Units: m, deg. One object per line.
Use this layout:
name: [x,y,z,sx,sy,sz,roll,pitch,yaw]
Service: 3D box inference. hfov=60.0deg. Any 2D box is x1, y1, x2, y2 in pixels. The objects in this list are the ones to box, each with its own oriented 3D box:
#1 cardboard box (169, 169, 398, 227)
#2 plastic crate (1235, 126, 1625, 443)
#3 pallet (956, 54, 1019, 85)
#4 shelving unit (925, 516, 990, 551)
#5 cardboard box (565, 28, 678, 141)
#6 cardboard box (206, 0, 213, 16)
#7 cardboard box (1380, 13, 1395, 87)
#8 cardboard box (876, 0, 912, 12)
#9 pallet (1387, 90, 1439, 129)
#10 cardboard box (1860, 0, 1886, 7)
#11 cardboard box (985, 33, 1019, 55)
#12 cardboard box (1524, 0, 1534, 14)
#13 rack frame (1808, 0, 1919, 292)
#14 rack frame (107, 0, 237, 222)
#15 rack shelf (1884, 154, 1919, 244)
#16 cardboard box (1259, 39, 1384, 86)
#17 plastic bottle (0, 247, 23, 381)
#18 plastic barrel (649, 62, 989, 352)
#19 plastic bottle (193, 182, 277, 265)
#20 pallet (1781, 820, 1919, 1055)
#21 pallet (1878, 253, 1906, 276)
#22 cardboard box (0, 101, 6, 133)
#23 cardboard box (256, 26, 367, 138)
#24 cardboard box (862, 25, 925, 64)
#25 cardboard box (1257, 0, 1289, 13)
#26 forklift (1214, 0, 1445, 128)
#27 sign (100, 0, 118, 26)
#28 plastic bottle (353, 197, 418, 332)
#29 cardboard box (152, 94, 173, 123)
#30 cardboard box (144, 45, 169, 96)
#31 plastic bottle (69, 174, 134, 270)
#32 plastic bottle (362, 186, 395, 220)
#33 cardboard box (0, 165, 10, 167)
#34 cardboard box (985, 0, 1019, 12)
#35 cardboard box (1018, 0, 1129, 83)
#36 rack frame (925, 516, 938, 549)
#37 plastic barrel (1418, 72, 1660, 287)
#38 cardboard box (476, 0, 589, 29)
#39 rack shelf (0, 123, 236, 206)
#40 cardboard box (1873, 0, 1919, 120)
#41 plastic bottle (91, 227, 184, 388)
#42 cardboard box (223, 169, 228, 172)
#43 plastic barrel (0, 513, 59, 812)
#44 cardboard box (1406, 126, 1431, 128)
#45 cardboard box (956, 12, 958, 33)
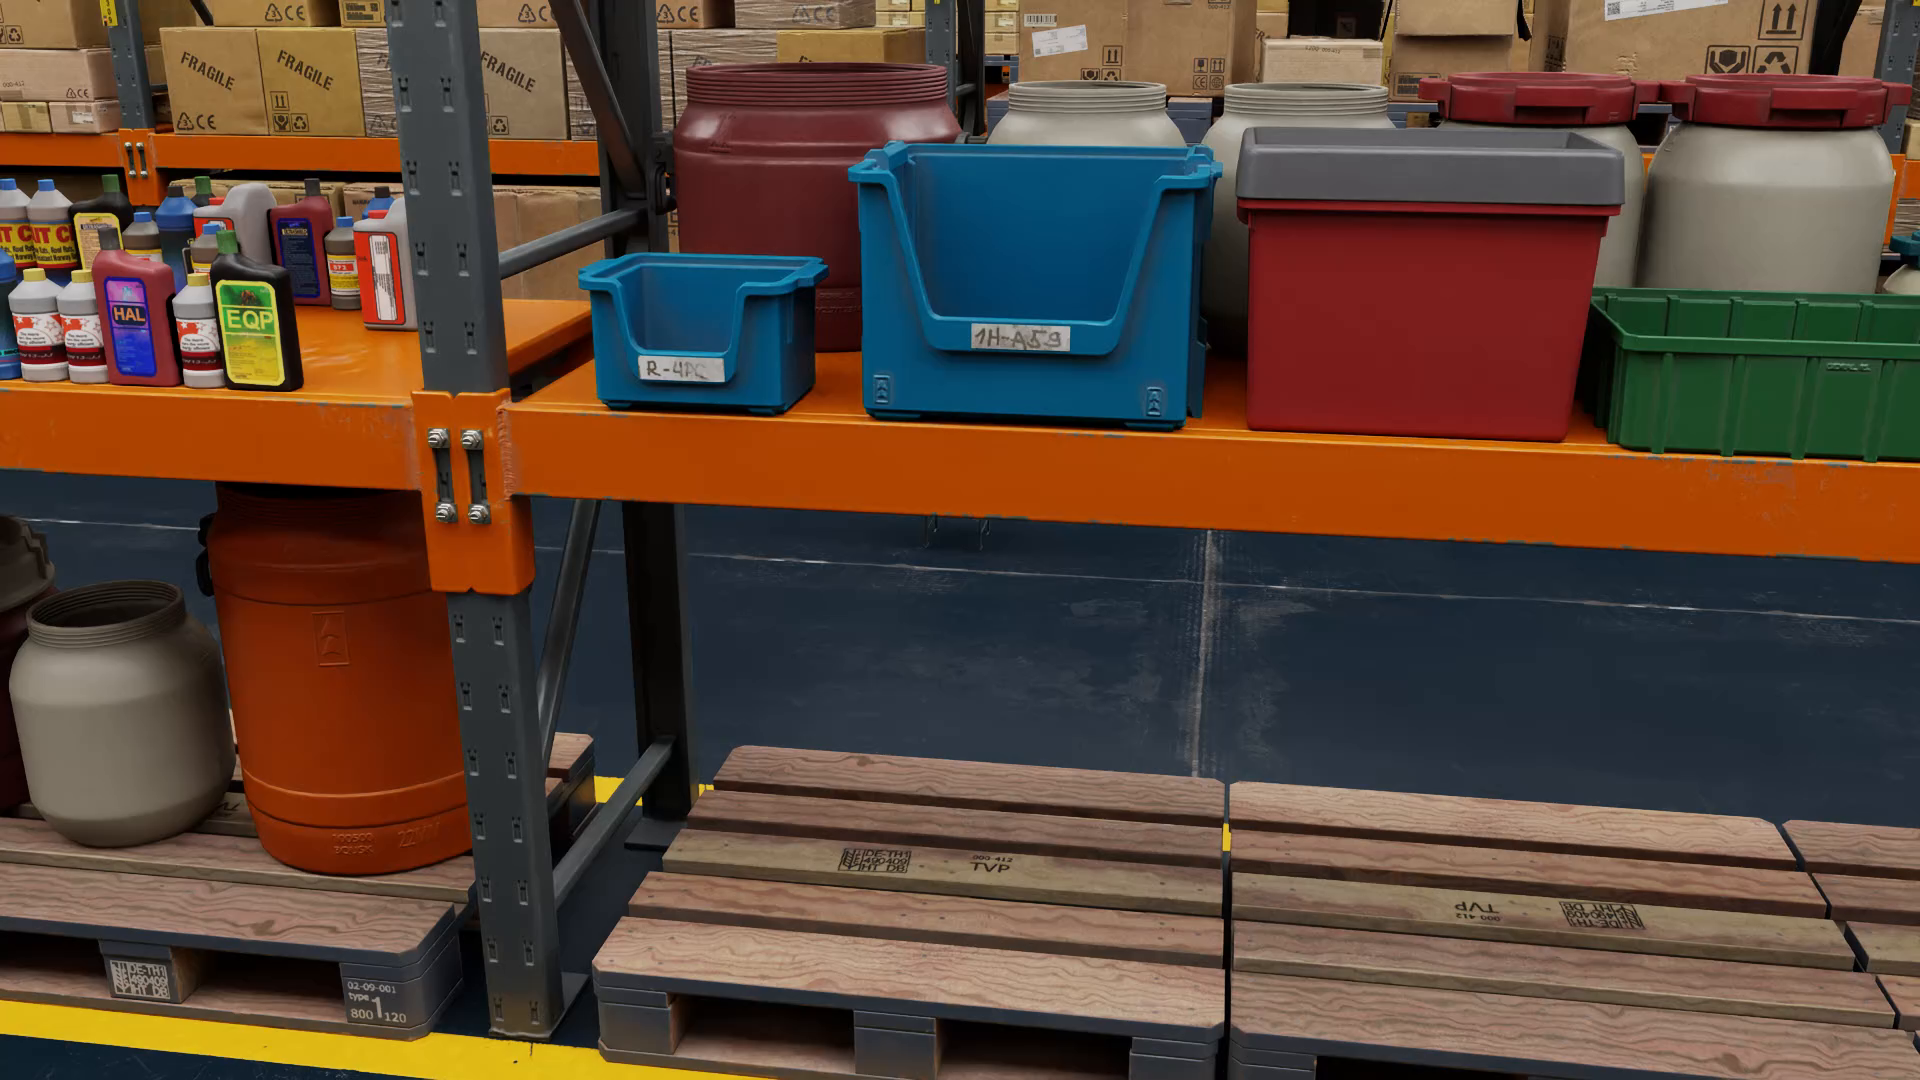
cardboard box: [-3.329,-1.499,8.743,0.875,0.875,1.225,3,19,9]
plastic crate: [0.746,-0.434,2.771,0.583,0.464,0.402,3,19,9]
pallet: [0.151,-3.593,12.615,1.003,0.211,1.213,3,19,9]
shelving unit: [-0.008,-0.427,6.162,0.210,0.900,0.258,3,19,9]
cardboard box: [-1.546,-2.179,7.930,0.500,0.500,0.500,2,19,7]
cardboard box: [-5.614,-4.115,13.249,0.500,0.500,0.500,3,19,9]
cardboard box: [3.265,-3.520,11.940,0.500,0.500,0.500,3,19,9]
cardboard box: [-0.455,-3.963,12.216,0.250,0.149,0.380,3,19,10]
pallet: [1.946,-1.954,7.719,1.213,0.211,1.003,3,19,9]
cardboard box: [6.253,-3.972,11.509,0.550,0.550,0.875,3,19,9]
cardboard box: [0.312,-3.642,12.194,0.250,0.149,0.380,3,19,10]
cardboard box: [3.822,-4.050,11.946,0.500,0.500,0.700,3,19,8]
rack frame: [3.934,-1.931,7.347,0.127,3.000,1.000,3,19,9]
rack frame: [-3.964,-2.334,8.550,0.127,3.000,1.000,3,19,9]
rack shelf: [5.909,-1.489,7.160,4.000,0.370,1.077,3,19,9]
cardboard box: [1.603,-2.104,7.438,0.500,0.250,0.500,2,19,7]
plastic bottle: [-1.799,-0.439,3.091,0.097,0.271,0.097,0,18,0]
plastic barrel: [-0.294,-0.717,3.503,0.708,0.536,0.600,3,19,9]
plastic bottle: [-1.633,-0.668,3.768,0.135,0.276,0.152,3,19,9]
pallet: [2.367,0.916,3.233,1.213,0.211,1.003,3,19,9]
pallet: [6.767,-2.034,12.049,1.213,0.211,1.003,3,19,9]
cardboard box: [-4.825,-2.153,8.406,0.250,0.149,0.380,3,19,8]
cardboard box: [-3.053,-2.254,8.156,0.500,0.500,0.500,3,19,9]
cardboard box: [-0.452,-2.289,8.260,0.500,0.500,0.500,3,19,10]
cardboard box: [2.320,-4.127,12.176,0.500,0.500,0.700,3,19,8]
forklift: [1.757,-2.775,9.979,3.031,2.935,1.130,3,19,9]
sign: [-4.051,-2.608,7.880,0.005,0.325,0.100,3,19,9]
plastic bottle: [-1.201,-0.597,3.556,0.135,0.276,0.152,3,19,9]
cardboard box: [-4.204,-2.333,8.946,0.250,0.149,0.380,3,19,9]
cardboard box: [-4.387,-2.509,8.842,0.500,0.250,0.500,3,19,8]
plastic bottle: [-1.986,-0.704,3.864,0.133,0.283,0.061,3,19,9]
plastic bottle: [-1.287,-0.657,3.742,0.097,0.271,0.097,0,18,0]
cardboard box: [-5.492,-1.629,9.130,0.875,0.875,0.875,3,19,9]
cardboard box: [0.315,-3.924,12.100,0.250,0.149,0.380,2,19,6]
cardboard box: [0.525,-2.364,7.822,0.500,0.500,0.500,1,19,2]
rack frame: [-0.108,-0.432,6.177,0.006,0.900,0.240,3,19,9]
plastic barrel: [1.087,-0.619,3.212,0.433,0.535,0.433,0,18,0]
cardboard box: [-2.040,-2.763,8.094,0.637,0.503,0.797,4,19,10]
rack shelf: [-5.939,-2.093,8.965,4.000,0.370,1.077,3,19,9]
cardboard box: [4.369,-2.077,7.158,0.500,0.500,0.875,3,19,9]
plastic bottle: [-1.495,-0.423,3.025,0.133,0.283,0.061,3,19,9]
cardboard box: [-6.044,-3.051,13.588,0.250,0.149,0.380,3,19,9]
plastic barrel: [-2.401,0.288,3.854,0.708,0.588,0.600,3,19,9]
cardboard box: [3.242,-2.665,12.424,0.750,0.750,1.050,3,19,9]
cardboard box: [0.048,-3.797,12.190,0.250,0.149,0.380,4,19,11]
